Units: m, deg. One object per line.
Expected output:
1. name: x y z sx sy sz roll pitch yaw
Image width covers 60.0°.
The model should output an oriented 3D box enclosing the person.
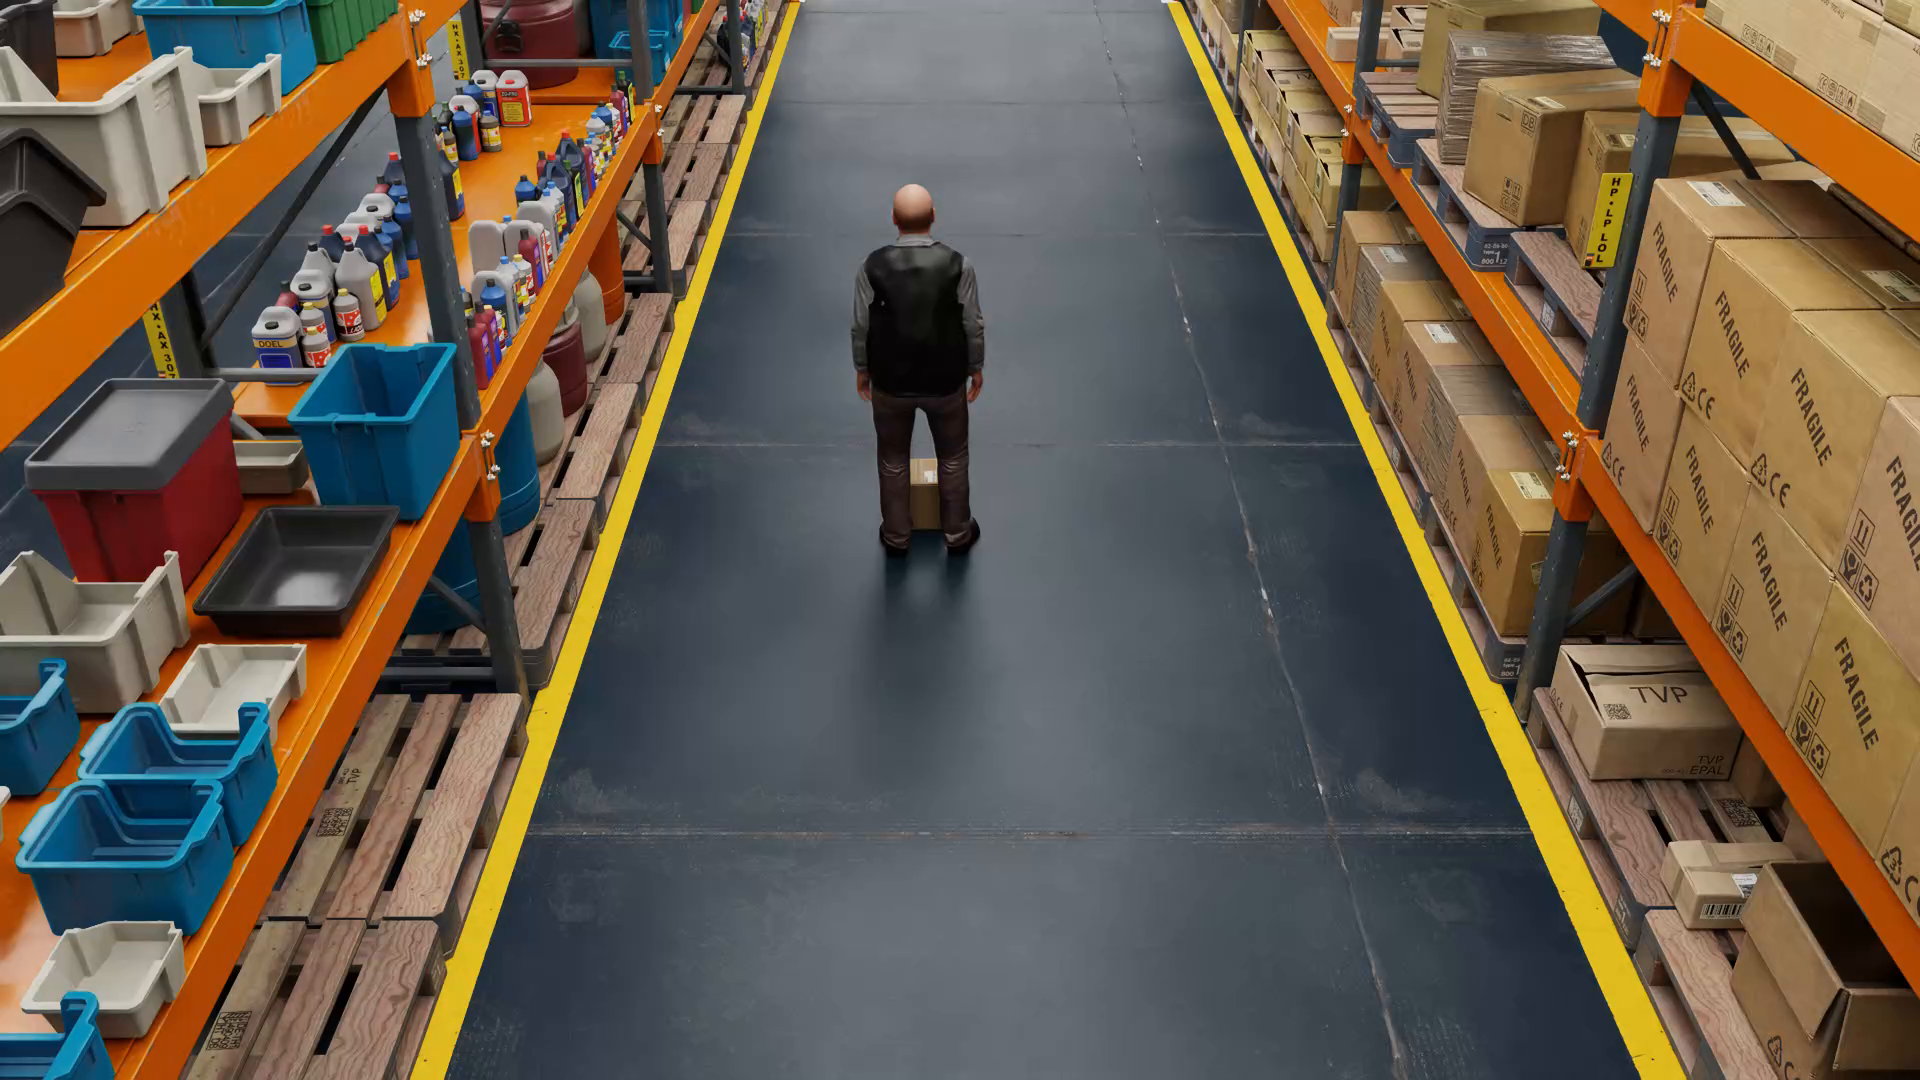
1. person: -0.181 -0.708 7.320 0.581 1.721 0.396 0 31 0
